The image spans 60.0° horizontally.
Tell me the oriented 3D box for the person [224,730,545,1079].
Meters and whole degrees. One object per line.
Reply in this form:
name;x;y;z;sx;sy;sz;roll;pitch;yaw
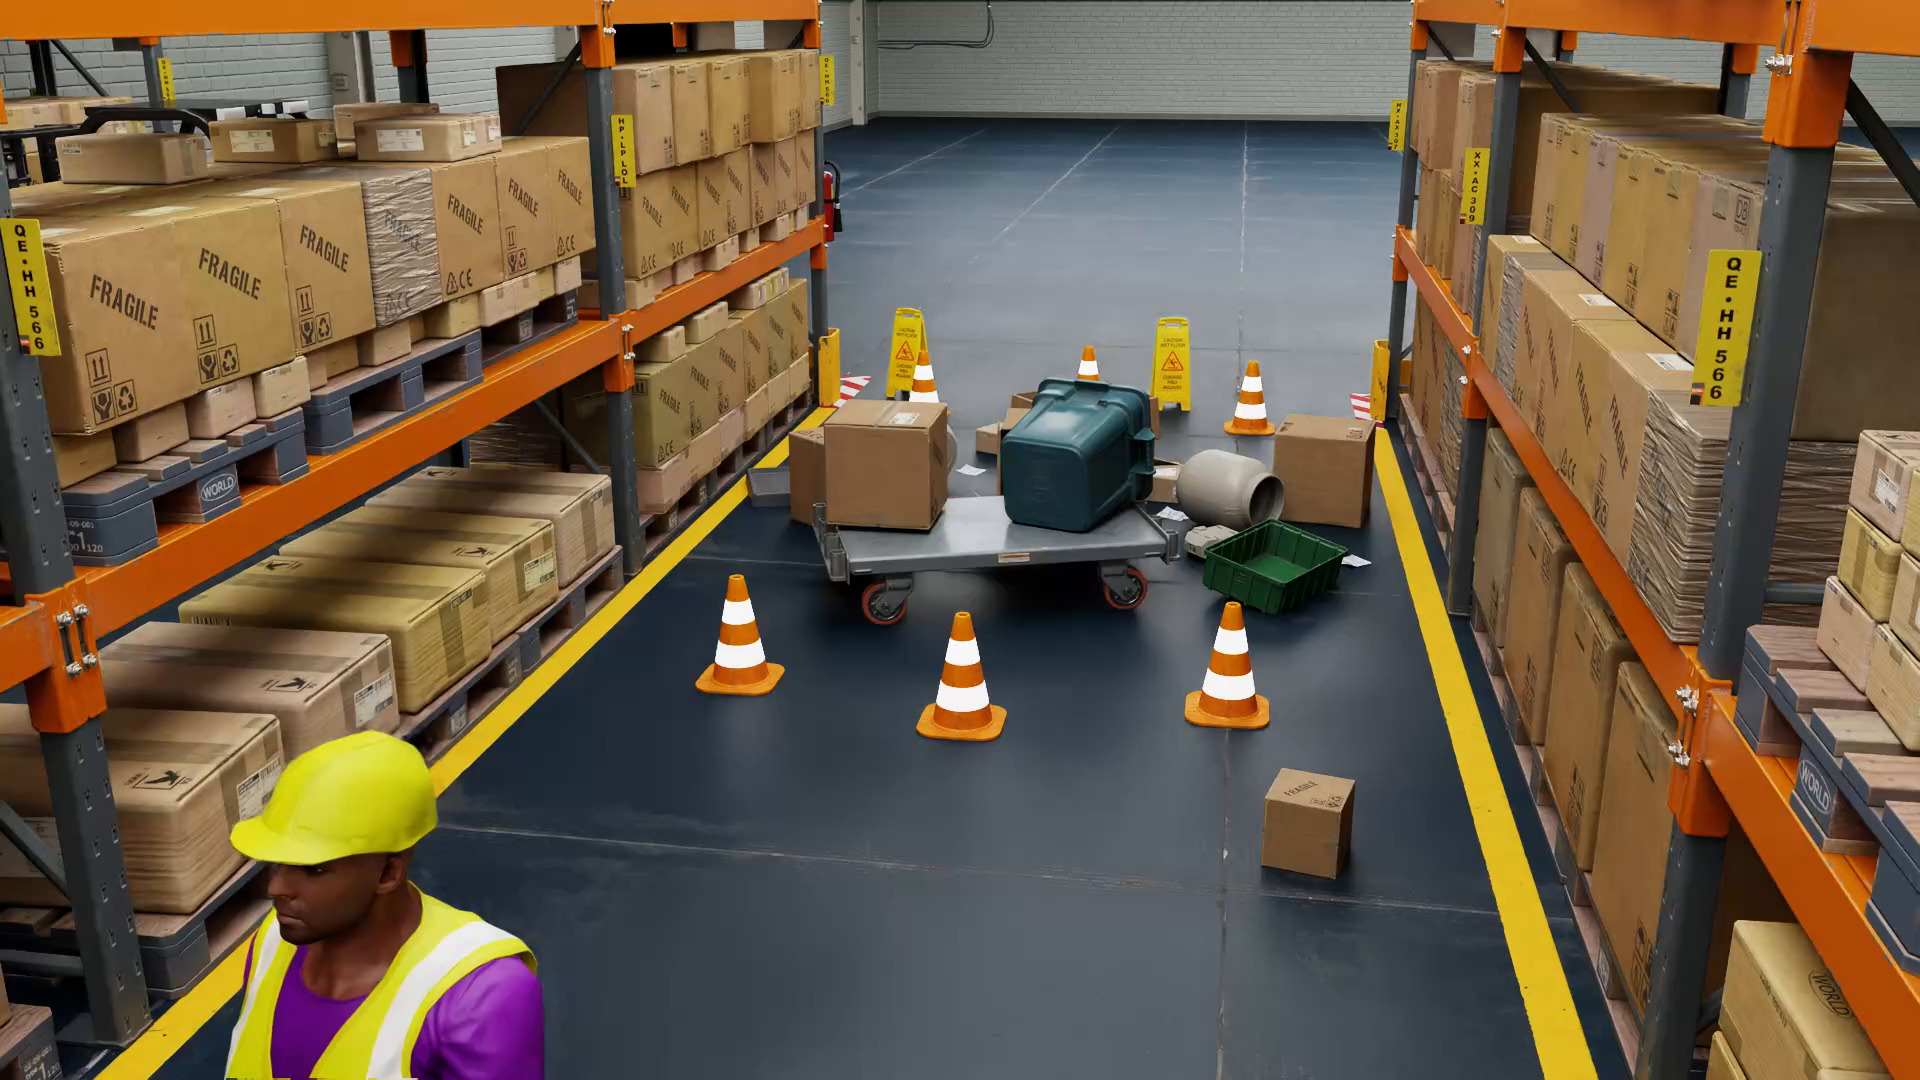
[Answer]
person;-0.901;1.129;2.446;0.582;1.707;1.007;8;19;22
